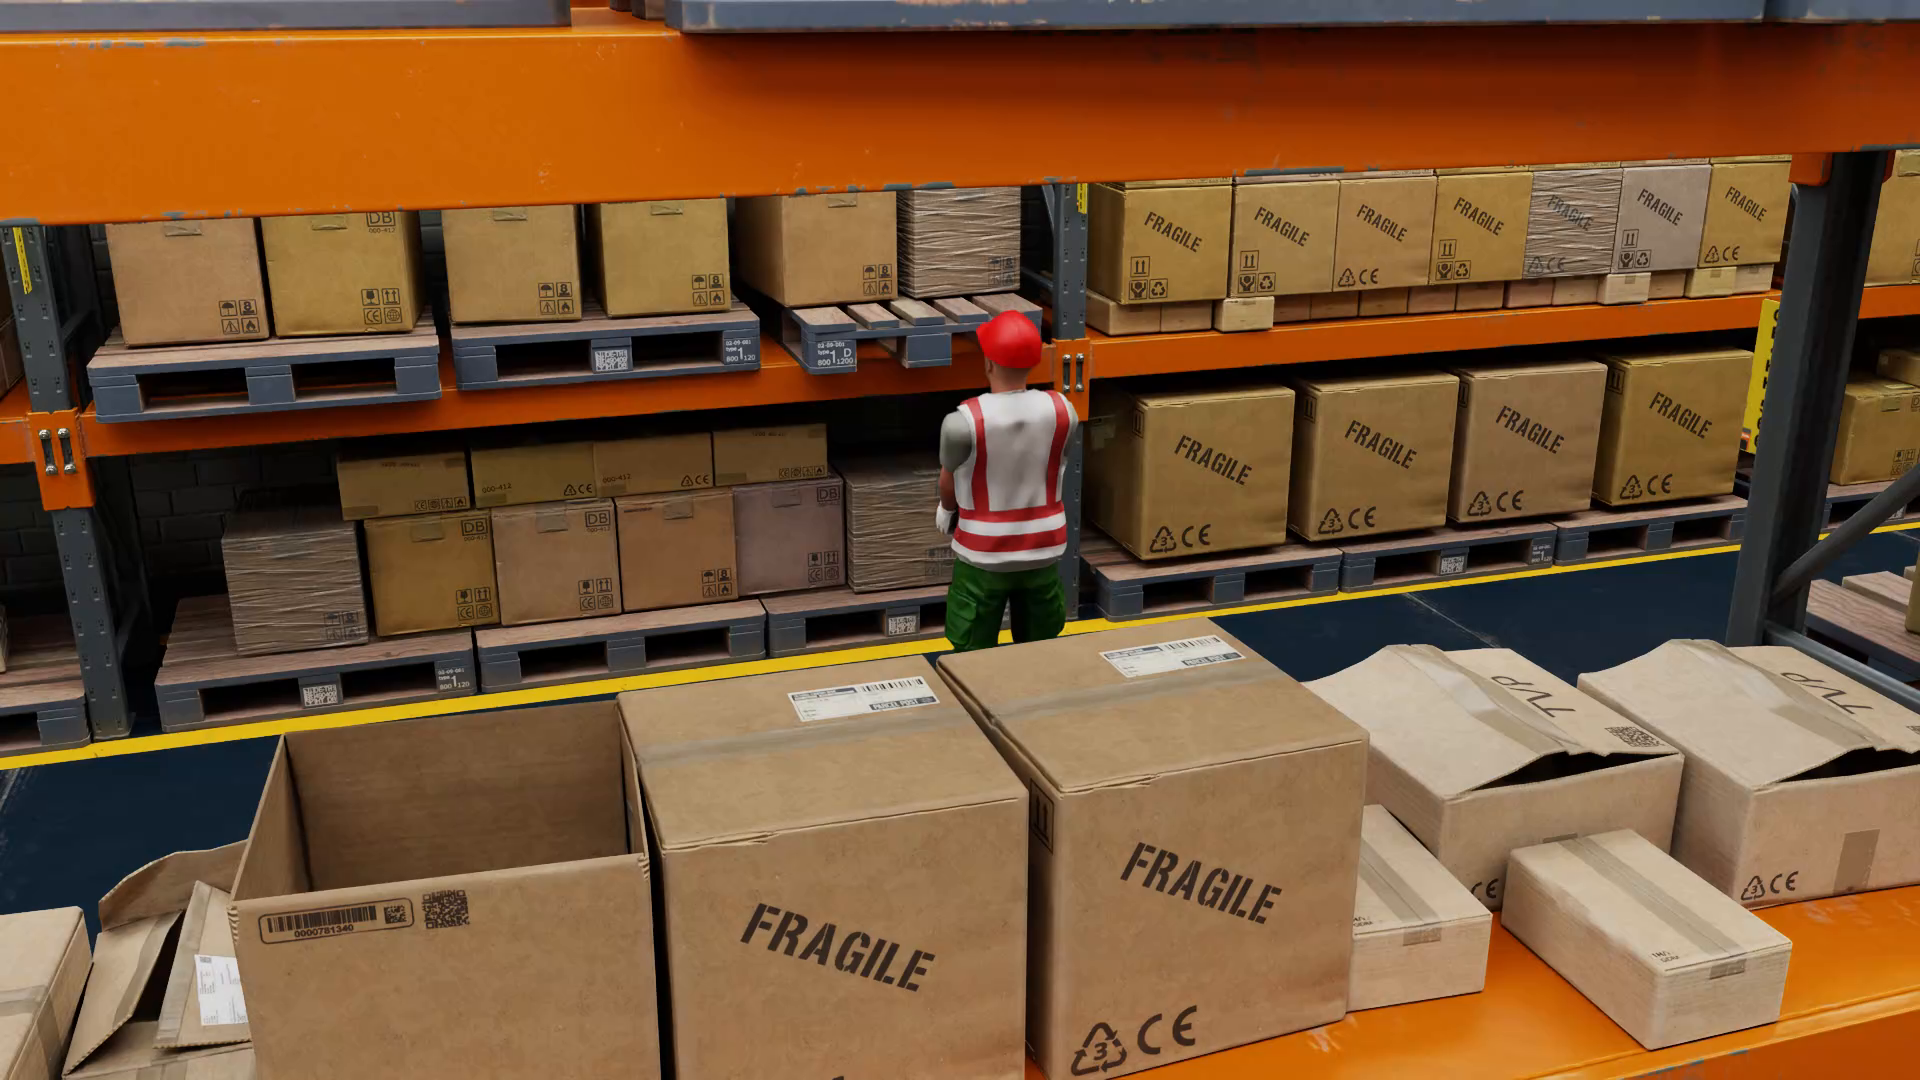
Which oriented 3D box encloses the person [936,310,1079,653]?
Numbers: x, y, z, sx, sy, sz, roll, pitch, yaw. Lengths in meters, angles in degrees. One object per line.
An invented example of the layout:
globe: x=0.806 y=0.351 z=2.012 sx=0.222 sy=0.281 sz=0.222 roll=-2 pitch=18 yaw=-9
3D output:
person: x=0.131 y=0.031 z=5.948 sx=0.494 sy=1.782 sz=0.560 roll=-6 pitch=20 yaw=-16
